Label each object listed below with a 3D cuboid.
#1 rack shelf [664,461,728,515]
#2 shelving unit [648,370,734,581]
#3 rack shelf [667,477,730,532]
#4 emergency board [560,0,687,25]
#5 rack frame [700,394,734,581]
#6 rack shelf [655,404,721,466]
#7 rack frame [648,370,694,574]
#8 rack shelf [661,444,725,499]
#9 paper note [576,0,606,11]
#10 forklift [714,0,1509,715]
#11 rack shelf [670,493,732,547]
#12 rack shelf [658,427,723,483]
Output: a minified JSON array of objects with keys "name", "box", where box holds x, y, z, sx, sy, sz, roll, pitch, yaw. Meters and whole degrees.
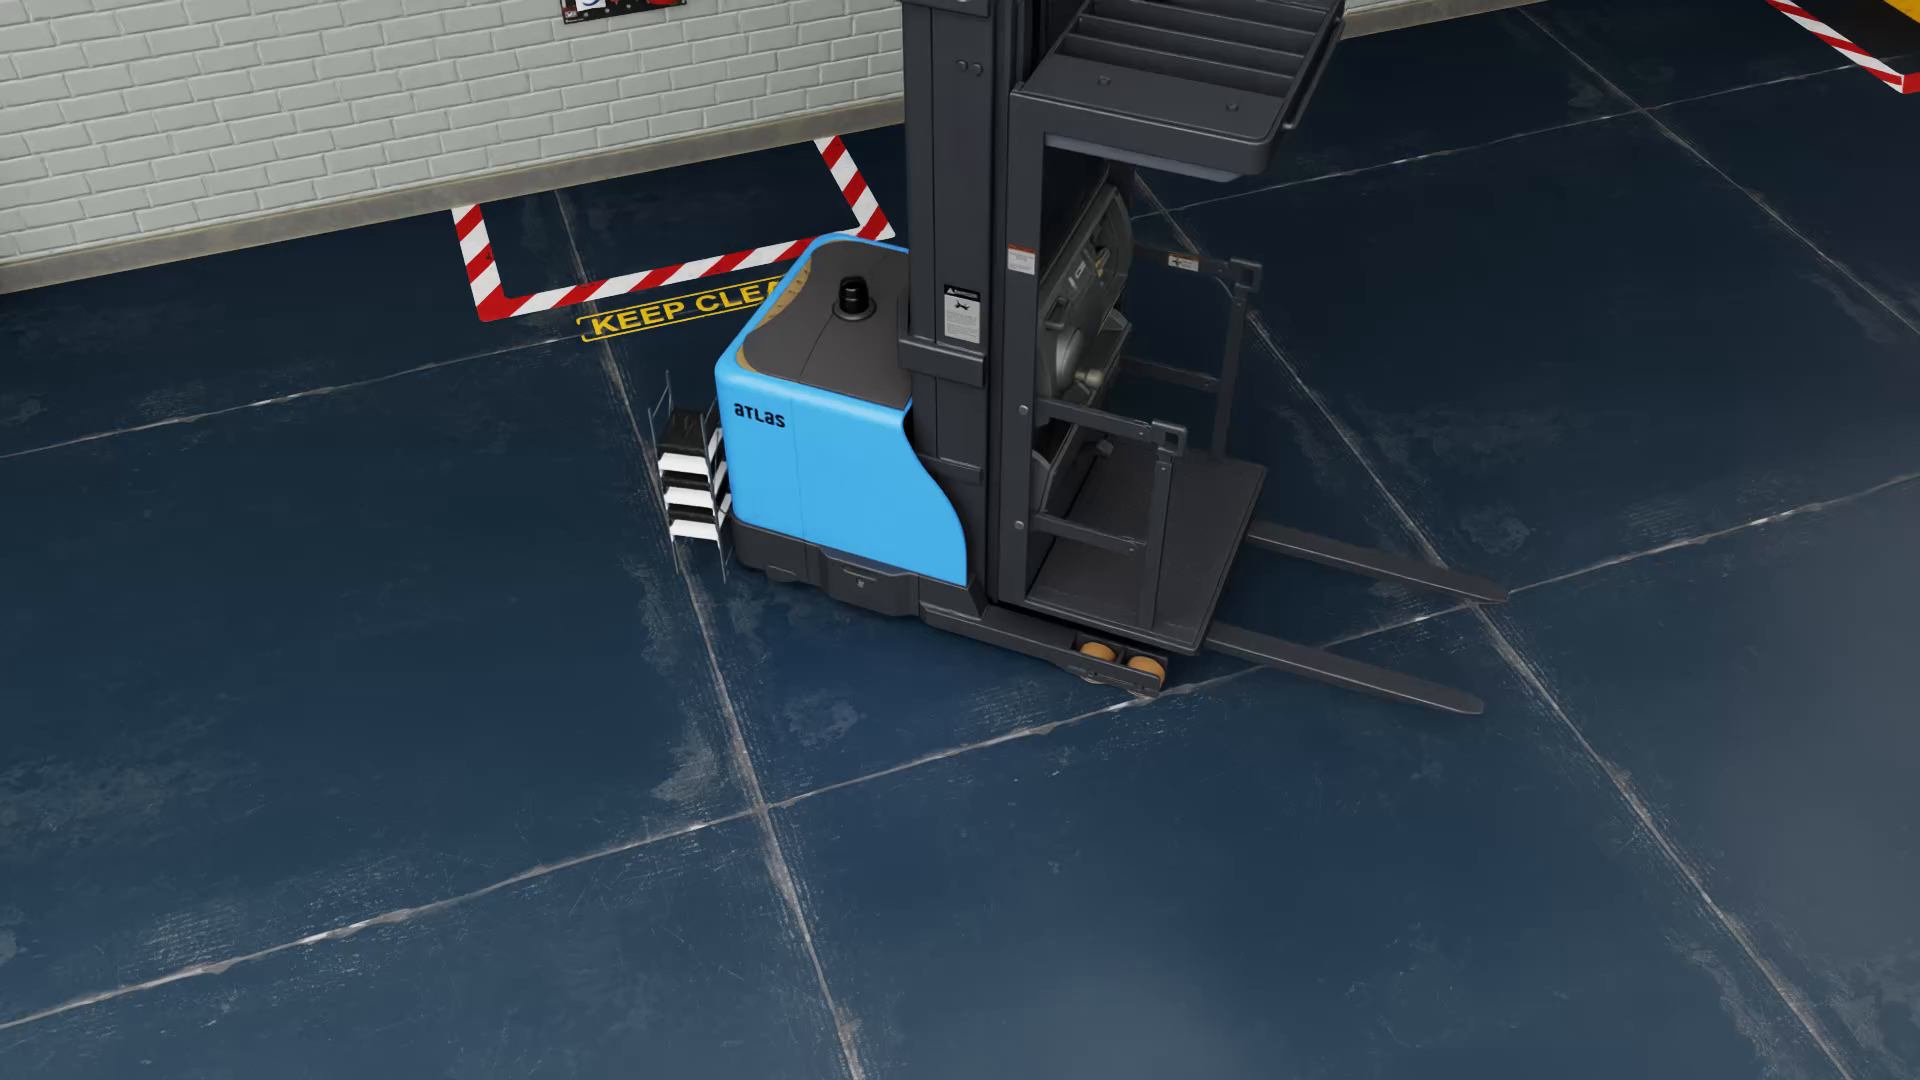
[{"name":"rack shelf","box":[-1.054,-0.222,6.692,0.200,0.077,0.258,7,46,7]},{"name":"shelving unit","box":[-1.054,-0.246,6.668,0.210,0.900,0.258,7,46,7]},{"name":"rack shelf","box":[-1.053,-0.158,6.756,0.200,0.077,0.258,7,46,7]},{"name":"emergency board","box":[-1.653,-3.019,7.951,0.643,1.169,0.194,-14,47,-14]},{"name":"rack frame","box":[-0.954,-0.233,6.655,0.006,0.900,0.240,7,46,7]},{"name":"rack shelf","box":[-1.054,-0.413,6.501,0.200,0.077,0.258,7,46,7]},{"name":"rack frame","box":[-1.154,-0.258,6.681,0.006,0.900,0.240,7,46,7]},{"name":"rack shelf","box":[-1.054,-0.286,6.628,0.200,0.077,0.258,7,46,7]},{"name":"paper note","box":[-1.843,-2.712,8.266,0.142,0.148,0.016,-14,47,-14]},{"name":"forklift","box":[0.632,-0.852,5.840,3.031,2.935,1.130,16,47,15]},{"name":"rack shelf","box":[-1.053,-0.095,6.819,0.200,0.077,0.258,7,46,7]},{"name":"rack shelf","box":[-1.054,-0.349,6.565,0.200,0.077,0.258,7,46,7]}]
